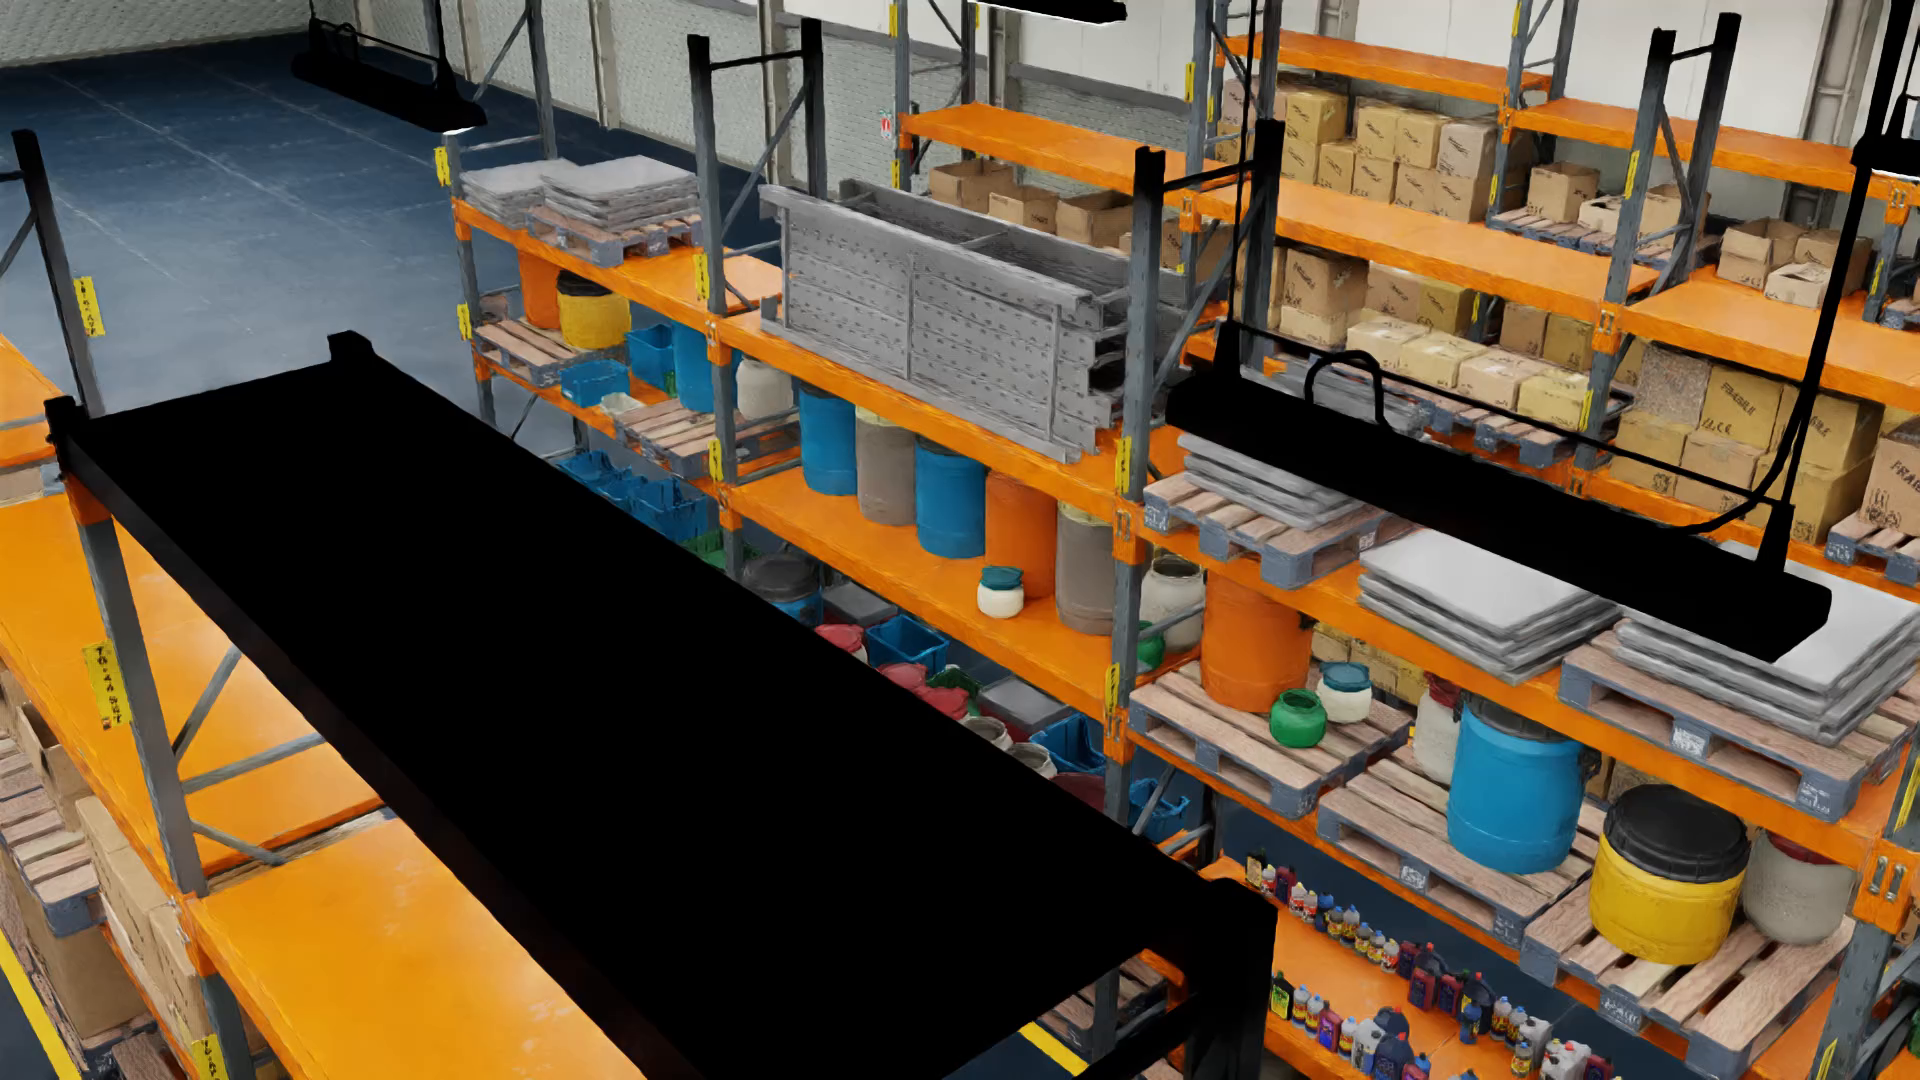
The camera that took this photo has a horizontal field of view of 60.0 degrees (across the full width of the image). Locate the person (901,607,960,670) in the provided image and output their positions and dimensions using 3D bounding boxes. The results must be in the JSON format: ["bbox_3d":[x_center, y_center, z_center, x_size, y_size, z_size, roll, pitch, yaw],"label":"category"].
[{"bbox_3d":[-0.298,0.416,14.759,0.577,1.783,0.662,-6,28,-12],"label":"person"}]

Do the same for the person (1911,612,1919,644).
[{"bbox_3d":[7.677,1.070,13.587,0.540,1.679,0.451,9,28,18],"label":"person"}]
